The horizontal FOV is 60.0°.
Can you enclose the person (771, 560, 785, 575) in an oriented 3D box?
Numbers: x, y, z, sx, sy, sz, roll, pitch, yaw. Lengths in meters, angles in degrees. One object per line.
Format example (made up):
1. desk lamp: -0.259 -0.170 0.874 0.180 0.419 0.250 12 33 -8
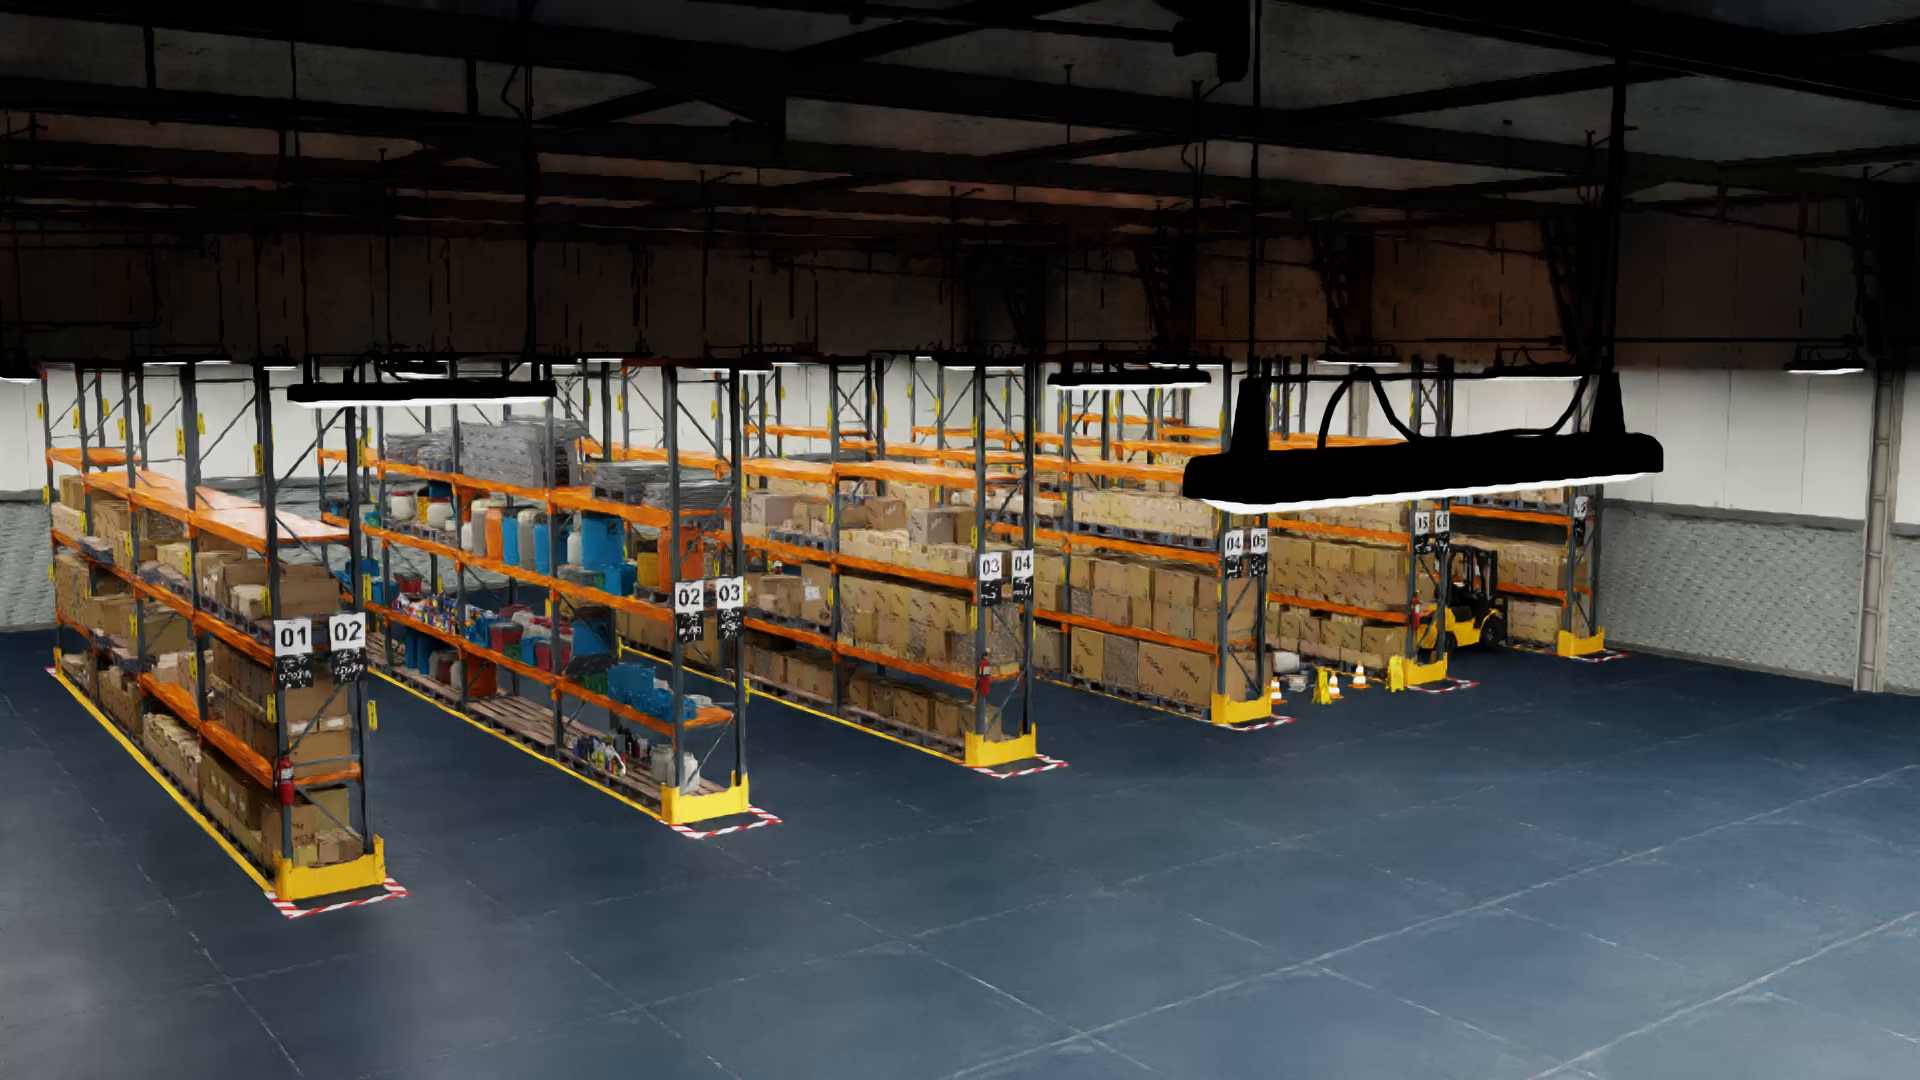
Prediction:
1. person: -3.898 1.277 35.001 0.677 1.742 0.552 -5 9 -38
